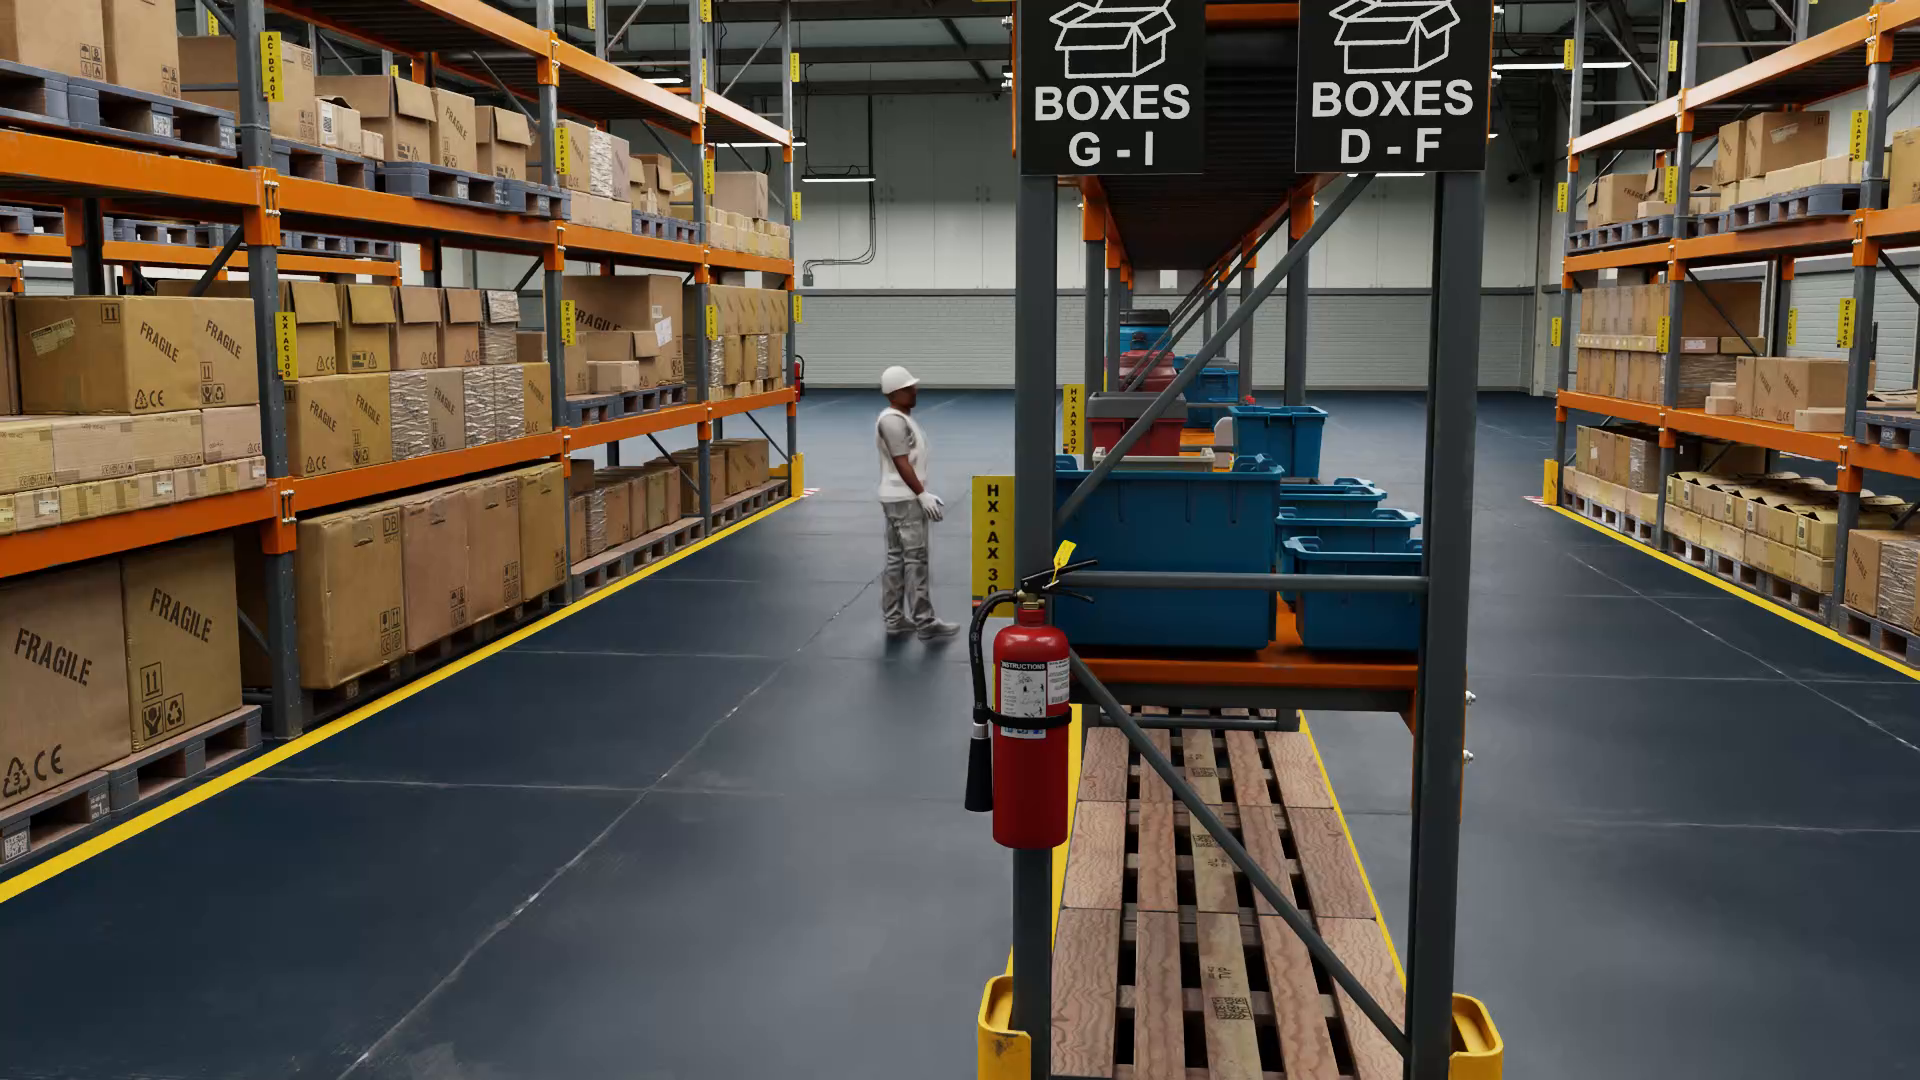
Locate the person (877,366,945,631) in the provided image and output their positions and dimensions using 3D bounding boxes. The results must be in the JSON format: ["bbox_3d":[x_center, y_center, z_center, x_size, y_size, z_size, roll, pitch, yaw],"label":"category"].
[{"bbox_3d":[-0.333,-0.279,10.953,0.437,1.732,0.549,-1,8,-4],"label":"person"}]
